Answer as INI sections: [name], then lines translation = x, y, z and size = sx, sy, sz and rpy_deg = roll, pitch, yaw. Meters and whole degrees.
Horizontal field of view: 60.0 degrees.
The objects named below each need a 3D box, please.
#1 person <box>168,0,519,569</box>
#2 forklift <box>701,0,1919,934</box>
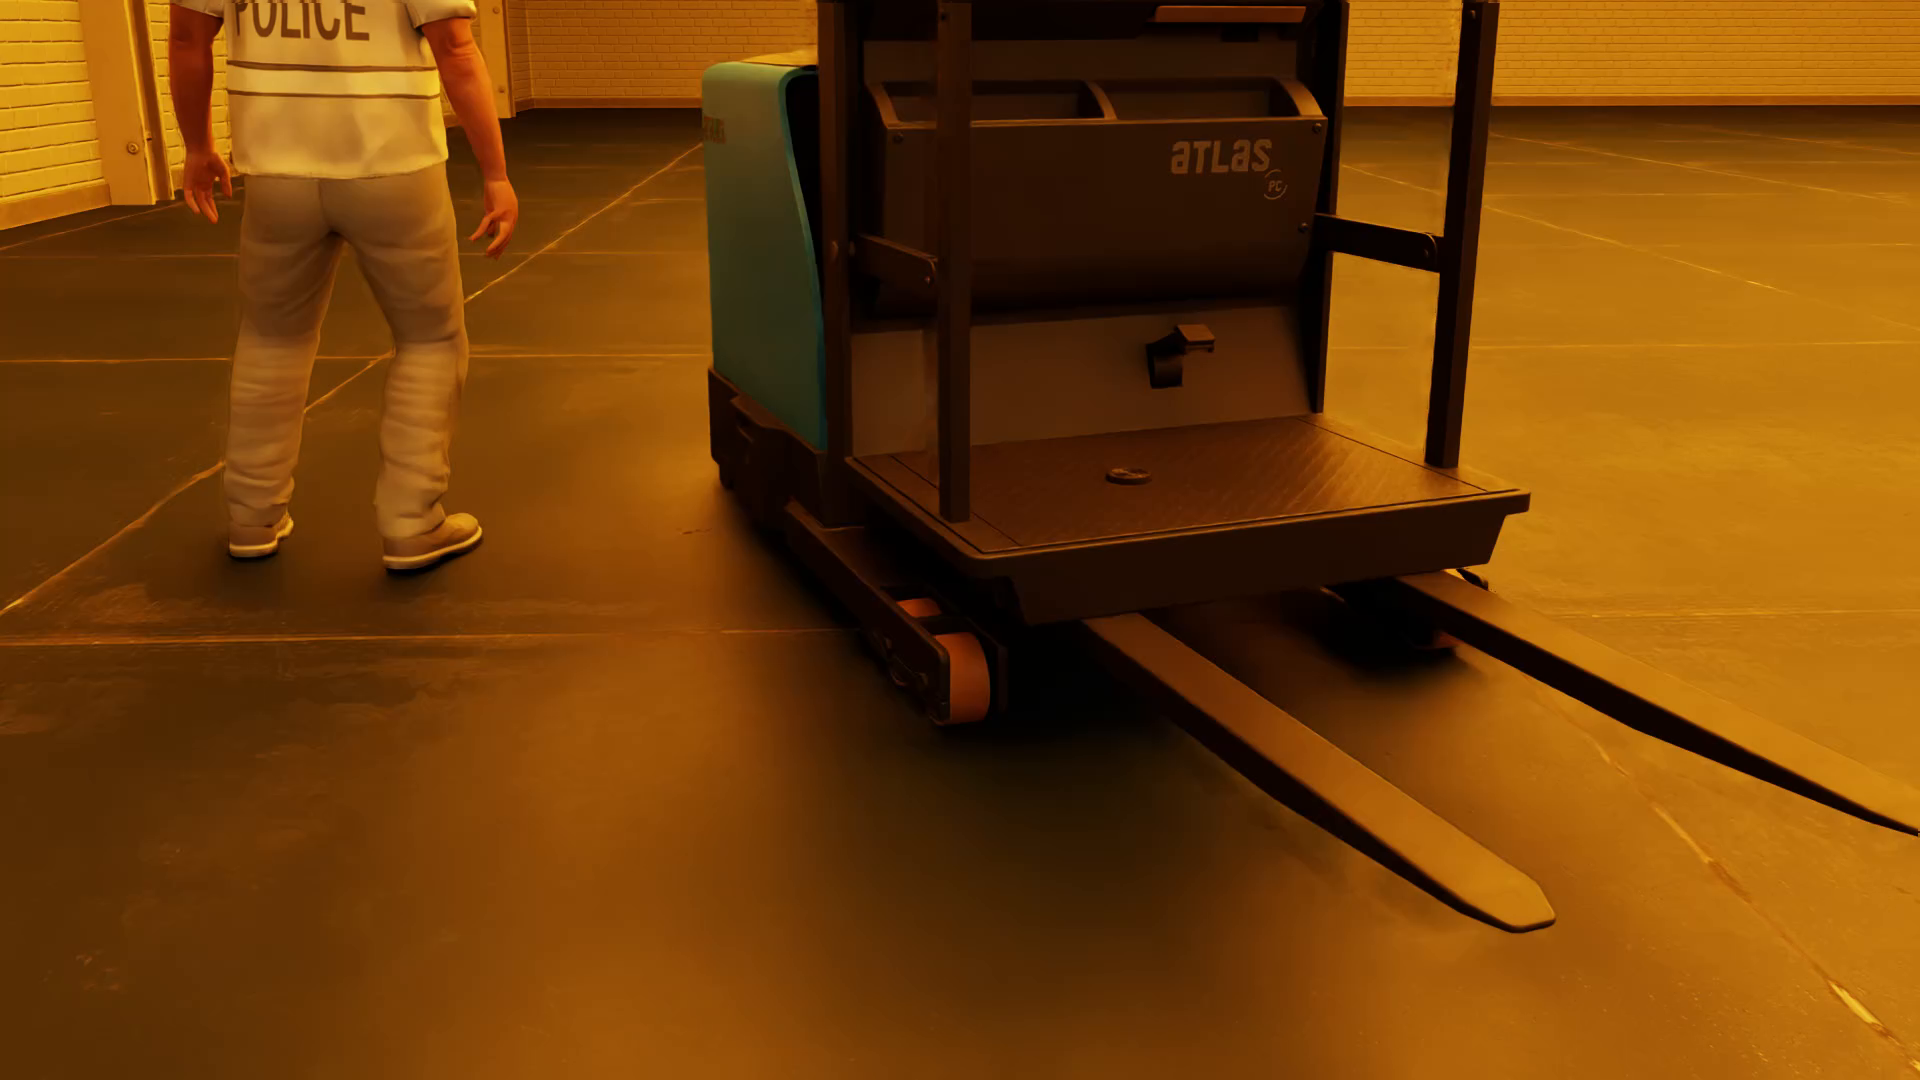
[person]
translation = -1.335, -0.798, 3.582
size = 0.793, 1.722, 0.421
rpy_deg = 1, 17, 3
[forklift]
translation = 0.353, -1.217, 2.887
size = 1.130, 2.935, 3.031
rpy_deg = -7, 18, -20
